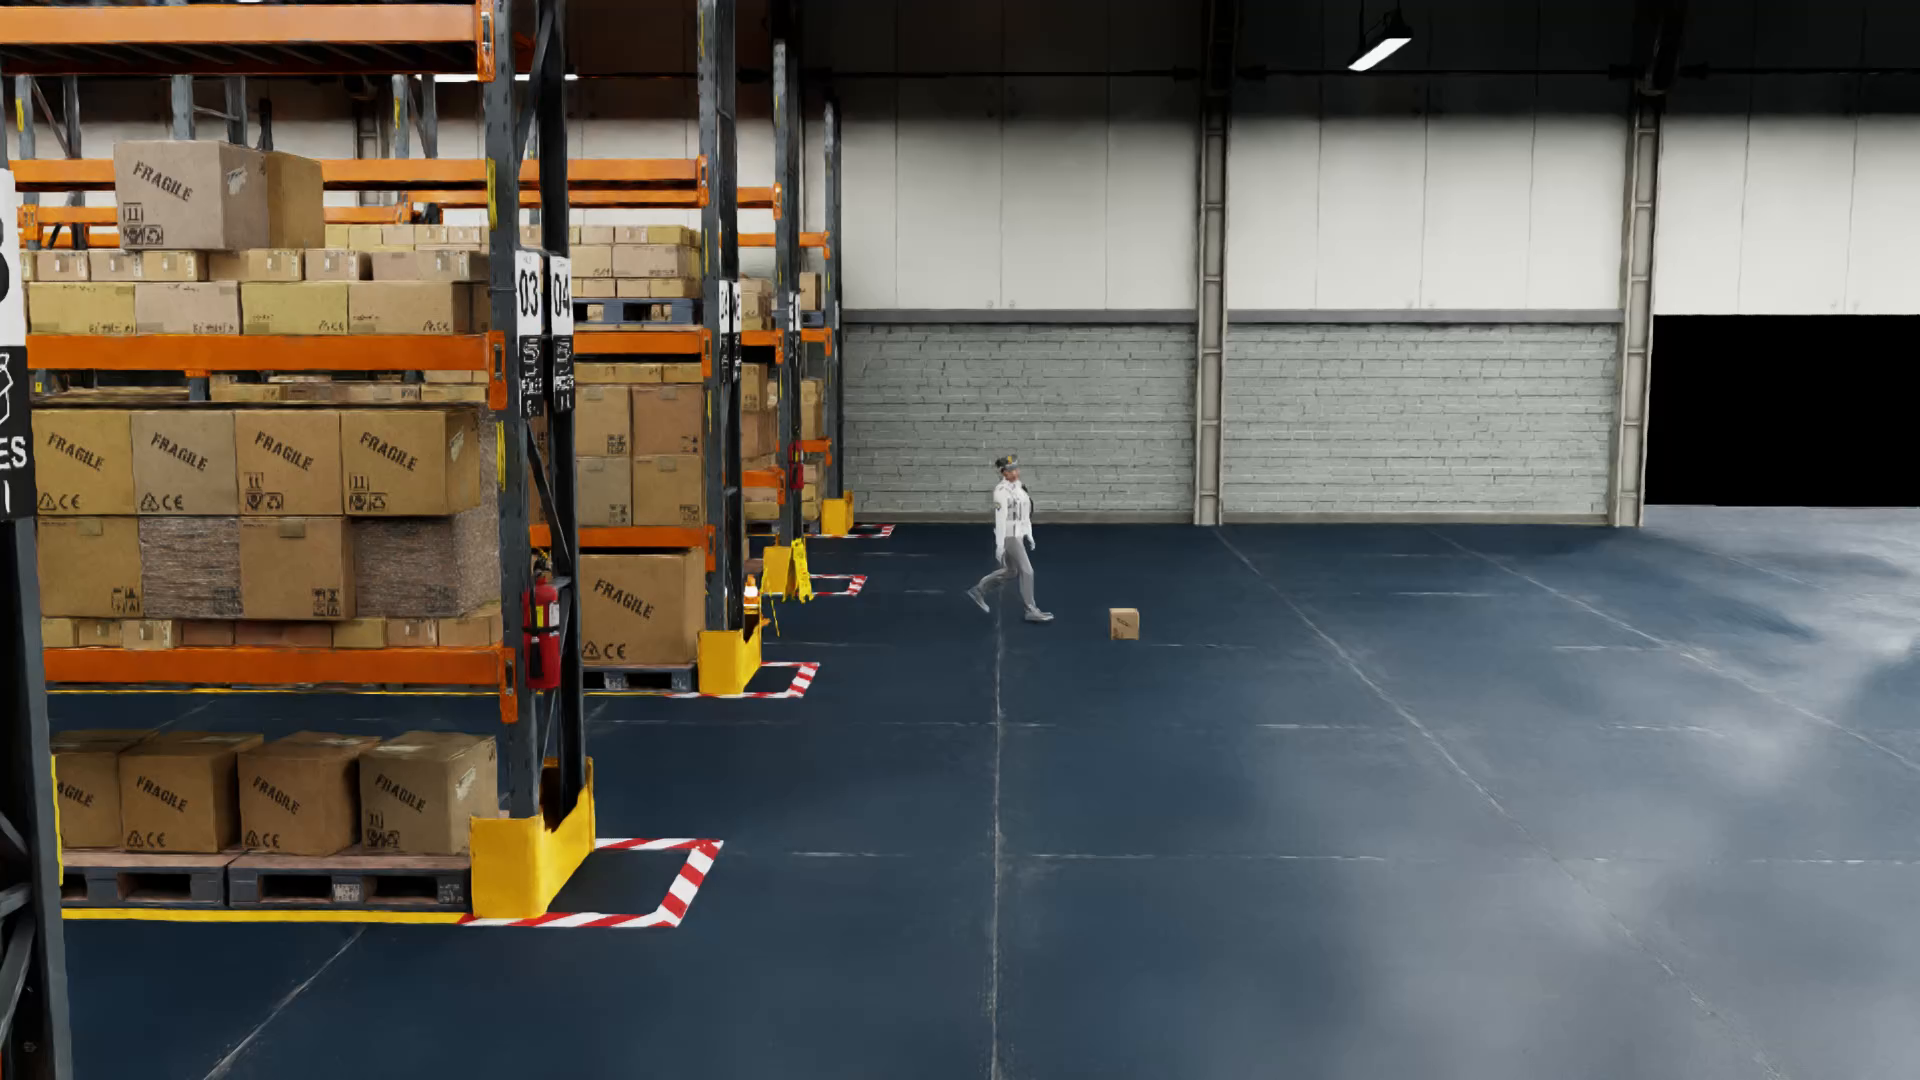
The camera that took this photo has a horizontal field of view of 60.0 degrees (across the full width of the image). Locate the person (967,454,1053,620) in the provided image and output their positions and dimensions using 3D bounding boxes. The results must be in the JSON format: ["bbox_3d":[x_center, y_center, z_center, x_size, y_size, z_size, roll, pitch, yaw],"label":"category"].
[{"bbox_3d":[0.448,-0.030,16.033,0.904,1.619,0.483,3,8,21],"label":"person"}]
